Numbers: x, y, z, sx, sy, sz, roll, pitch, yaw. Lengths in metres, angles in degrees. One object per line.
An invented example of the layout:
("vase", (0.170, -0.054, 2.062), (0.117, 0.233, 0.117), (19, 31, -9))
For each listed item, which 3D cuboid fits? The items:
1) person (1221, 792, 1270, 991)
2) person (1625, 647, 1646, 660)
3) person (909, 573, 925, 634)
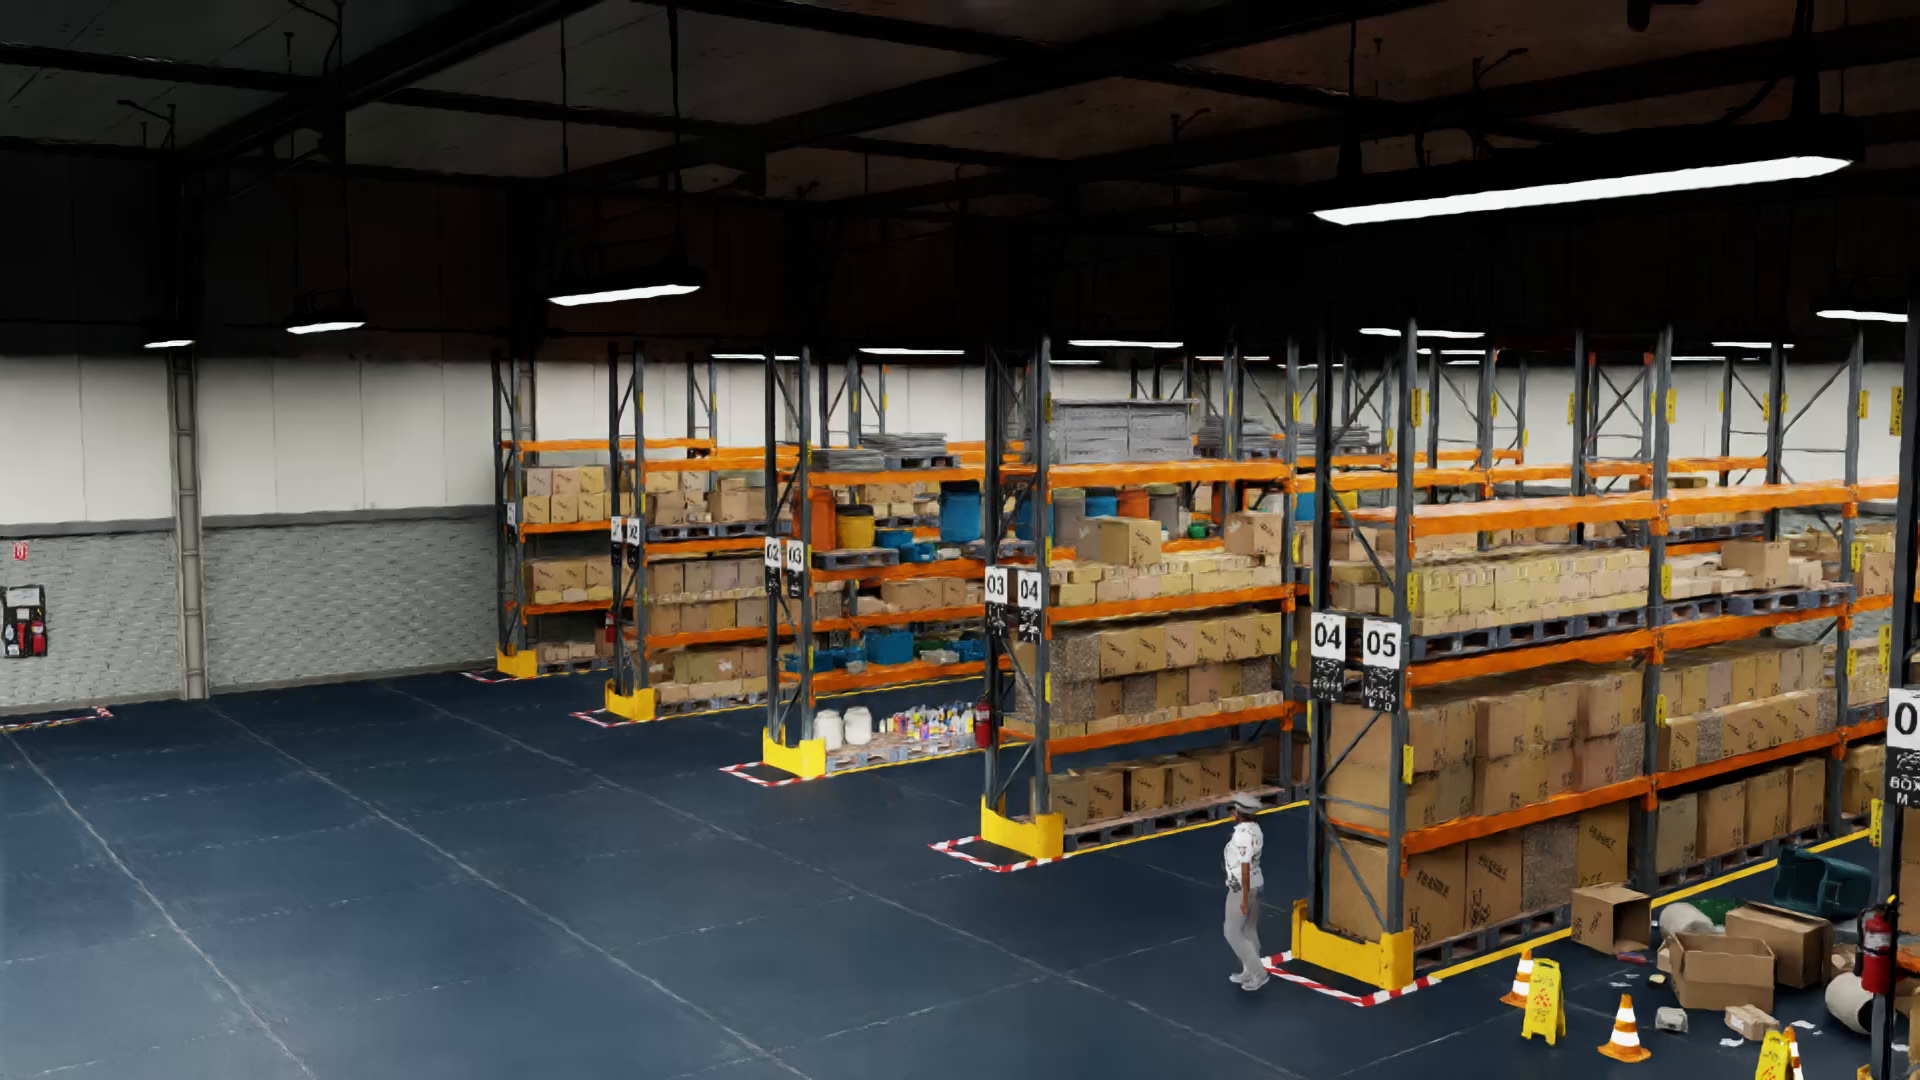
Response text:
("person", (2.510, 3.066, 14.495), (0.452, 1.668, 0.581), (3, 6, 27))
("person", (9.618, 2.227, 23.589), (1.123, 1.709, 0.553), (-3, 6, -35))
("person", (-0.847, 1.331, 34.407), (0.420, 1.602, 0.505), (3, 6, 30))
